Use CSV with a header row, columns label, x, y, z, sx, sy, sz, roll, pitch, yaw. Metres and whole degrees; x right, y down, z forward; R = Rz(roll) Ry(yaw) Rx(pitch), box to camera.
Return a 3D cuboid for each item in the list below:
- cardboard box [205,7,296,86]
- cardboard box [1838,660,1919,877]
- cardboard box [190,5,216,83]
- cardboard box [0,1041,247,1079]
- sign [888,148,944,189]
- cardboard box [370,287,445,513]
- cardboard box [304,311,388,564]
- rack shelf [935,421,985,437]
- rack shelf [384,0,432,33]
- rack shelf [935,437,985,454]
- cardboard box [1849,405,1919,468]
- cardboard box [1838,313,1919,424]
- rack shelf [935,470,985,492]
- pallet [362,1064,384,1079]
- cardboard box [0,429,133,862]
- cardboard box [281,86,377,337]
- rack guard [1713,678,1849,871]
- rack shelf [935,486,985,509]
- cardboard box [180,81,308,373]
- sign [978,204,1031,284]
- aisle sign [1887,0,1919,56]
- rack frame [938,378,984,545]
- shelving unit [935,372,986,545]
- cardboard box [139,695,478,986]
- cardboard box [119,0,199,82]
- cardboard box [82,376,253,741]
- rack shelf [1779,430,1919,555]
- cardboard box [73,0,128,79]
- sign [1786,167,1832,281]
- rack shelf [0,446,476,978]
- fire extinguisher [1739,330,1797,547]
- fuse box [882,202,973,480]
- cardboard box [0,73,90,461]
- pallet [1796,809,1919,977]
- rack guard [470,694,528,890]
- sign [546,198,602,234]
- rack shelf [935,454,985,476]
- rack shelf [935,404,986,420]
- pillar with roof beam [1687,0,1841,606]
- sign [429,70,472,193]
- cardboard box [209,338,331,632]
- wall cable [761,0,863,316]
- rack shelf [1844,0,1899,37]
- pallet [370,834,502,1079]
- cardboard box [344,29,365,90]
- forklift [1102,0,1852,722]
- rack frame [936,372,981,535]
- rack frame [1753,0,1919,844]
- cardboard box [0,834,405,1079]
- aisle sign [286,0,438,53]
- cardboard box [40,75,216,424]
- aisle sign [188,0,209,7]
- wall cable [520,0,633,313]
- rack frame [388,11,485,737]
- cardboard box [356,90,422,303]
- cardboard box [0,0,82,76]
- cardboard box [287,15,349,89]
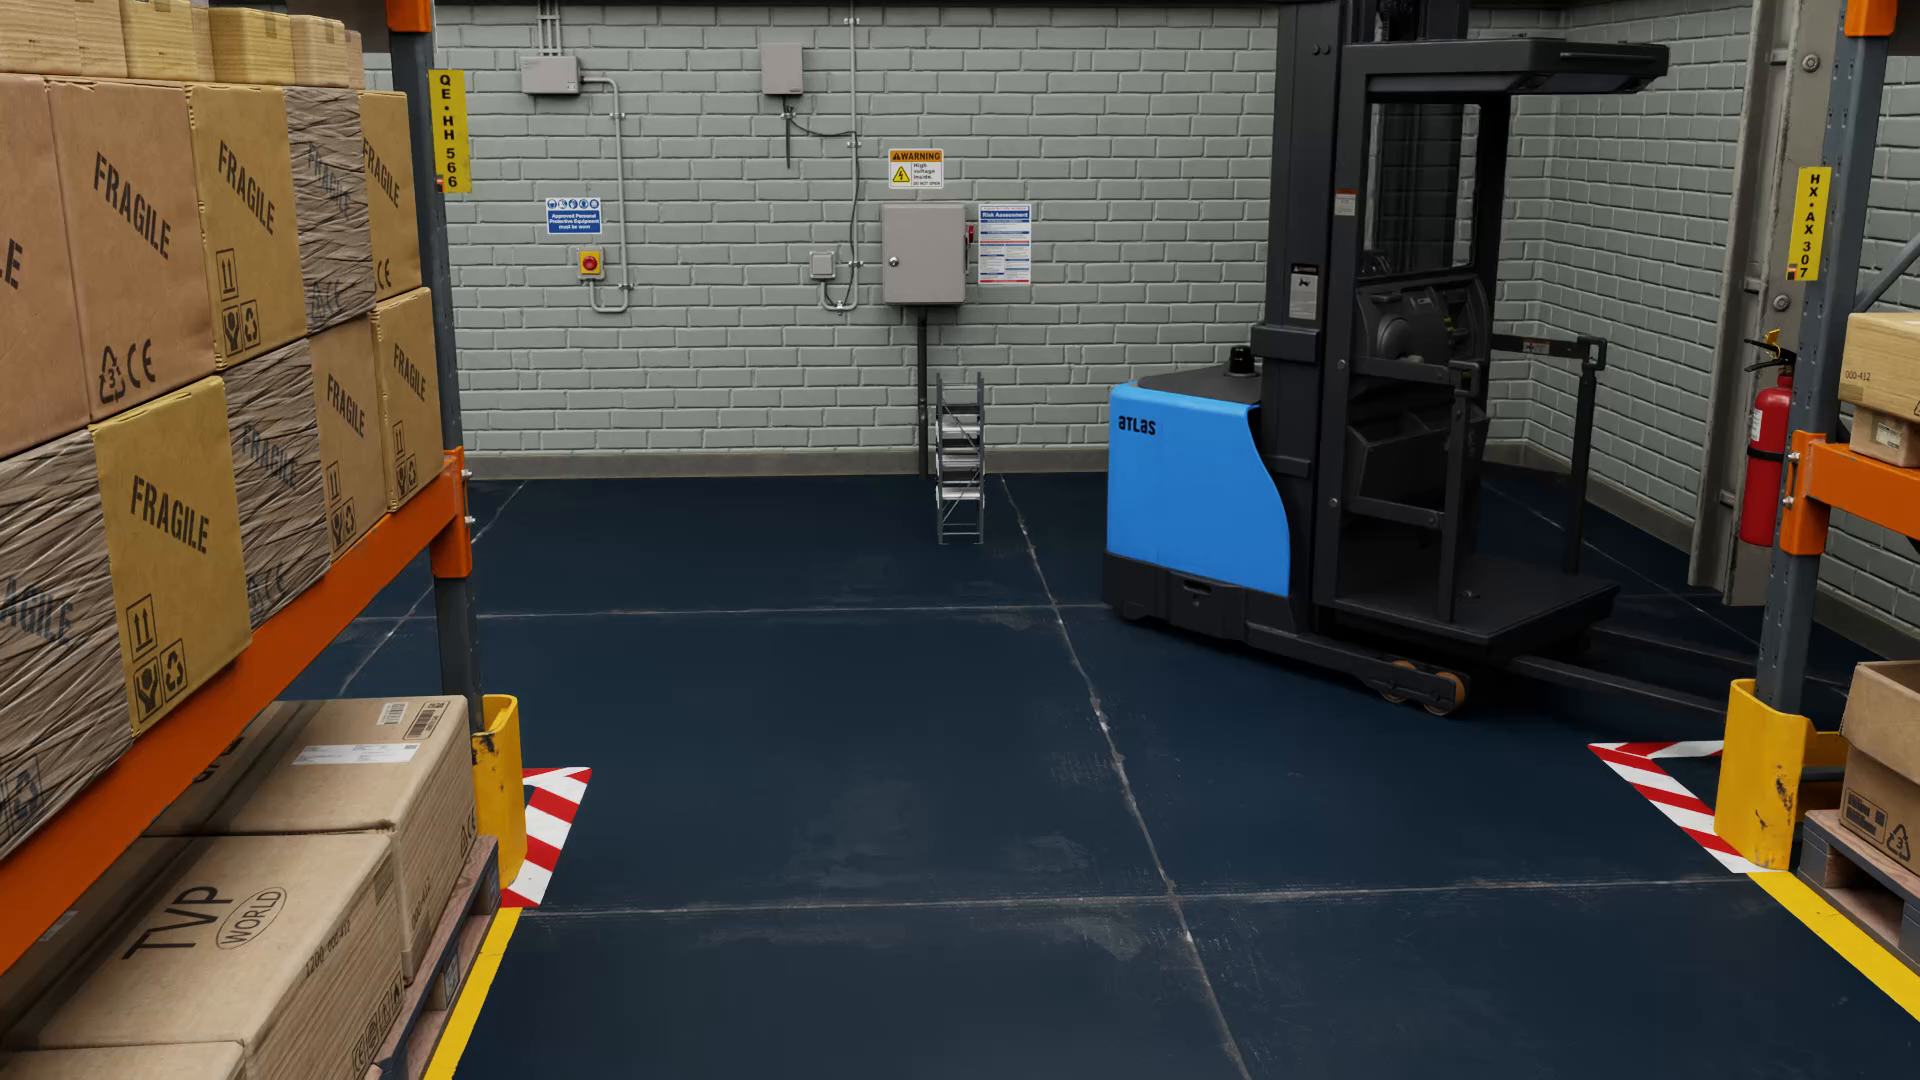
label,x,y,z,sx,sy,sz,roll,pitch,yaw
cardboard box,-1.598,-1.004,3.400,0.380,0.149,0.250,-1,14,-2
cardboard box,2.963,0.649,4.651,0.797,0.503,0.637,-1,15,-6
cardboard box,-1.653,-0.938,3.143,0.380,0.149,0.250,-1,14,-4
cardboard box,-1.675,1.219,2.566,0.875,0.438,0.875,-1,14,-5
sign,-0.270,-2.281,10.215,0.339,0.242,0.001,-1,14,-3
cardboard box,-1.640,-0.365,4.224,0.500,0.500,0.500,-1,14,-3
cardboard box,-1.624,-0.240,3.738,0.500,0.500,0.500,-1,14,-5
rack shelf,-0.001,-0.580,8.886,0.258,0.077,0.200,-1,14,-3
rack shelf,-1.811,-1.039,2.470,1.077,0.370,4.000,-1,14,-3
rack shelf,-0.001,-0.493,8.908,0.258,0.077,0.200,-1,14,-3
cardboard box,2.766,-0.302,4.686,0.380,0.149,0.250,-1,14,-4
cardboard box,2.779,-0.464,4.516,0.500,0.250,0.500,-1,14,-3
rack shelf,-0.001,-0.318,8.953,0.258,0.077,0.200,-1,14,-3
pallet,-1.734,1.418,3.090,1.003,0.211,1.213,-1,14,-3
cardboard box,-1.506,0.144,2.245,0.500,0.500,0.500,-1,14,-3
cardboard box,-1.605,-0.719,3.595,0.500,0.500,0.500,-1,14,-3
rack guard,3.024,0.719,5.227,1.175,0.500,0.348,-1,14,-3
rack shelf,-0.001,-0.231,8.975,0.258,0.077,0.200,-1,14,-3
cardboard box,-1.578,-0.596,3.117,0.500,0.500,0.500,-1,14,-4
sign,0.279,-1.844,10.363,0.329,0.494,0.001,-1,14,-3
aisle sign,2.722,-1.781,4.713,0.394,0.787,0.004,-1,14,-3
rack frame,0.006,-0.413,8.824,0.240,0.900,0.006,-1,14,-3
shelving unit,-0.001,-0.438,8.922,0.258,0.900,0.210,-1,14,-3
cardboard box,-1.794,0.768,4.322,0.875,0.438,0.875,-1,14,-5
cardboard box,-1.579,-0.877,2.904,0.380,0.149,0.250,-1,14,-2
cardboard box,-1.538,0.016,2.743,0.500,0.500,0.500,0,14,-2
rack shelf,3.143,0.336,3.145,1.077,0.370,4.000,-1,14,-3
cardboard box,-1.581,-0.811,2.650,0.380,0.149,0.250,0,14,-2
sign,2.478,-0.921,4.848,0.100,0.325,0.005,-1,14,-3
rack shelf,-1.811,0.413,2.844,1.077,0.370,4.000,-1,14,-3
fire extinguisher,2.549,-0.321,5.159,0.296,0.674,0.183,-1,14,-3
fuse box,-0.202,-1.207,10.282,0.539,1.711,0.414,-1,14,-3
cardboard box,-1.520,-0.346,2.143,0.500,0.500,0.500,-1,14,-2
pallet,3.074,1.058,4.492,1.003,0.211,1.213,-1,14,-3
rack guard,-1.936,0.772,5.022,1.175,0.500,0.348,-1,14,-3
sign,-2.359,-1.980,10.159,0.327,0.218,0.001,-1,14,-3
rack shelf,-0.001,-0.406,8.930,0.258,0.077,0.200,-1,14,-3
rack shelf,-0.001,-0.667,8.863,0.258,0.077,0.200,-1,14,-3
pillar with roof beam,-0.545,-4.033,6.643,9.100,9.000,0.400,-1,14,-3
sign,-1.392,-1.113,4.533,0.100,0.325,0.005,-1,14,-3
cardboard box,-1.583,-0.112,3.242,0.500,0.500,0.500,0,14,-2
wall cable,-0.892,-2.351,10.106,0.588,1.984,0.122,-1,14,-3
rack shelf,3.143,-1.117,2.771,1.077,0.370,4.000,-1,14,-3
pallet,-1.807,1.116,4.267,1.003,0.211,1.213,-1,14,-3
cardboard box,-1.712,-1.193,4.135,0.380,0.149,0.250,-1,14,-3
forklift,2.031,-0.888,6.597,1.130,2.935,3.031,-13,20,-42
rack frame,-0.007,-0.463,9.020,0.240,0.900,0.006,-1,14,-3
rack frame,3.019,-0.510,4.989,1.000,3.000,0.127,-1,14,-3
cardboard box,-1.729,0.995,3.438,0.875,0.438,0.875,0,14,-2
aisle sign,-1.630,-1.714,4.452,0.394,0.787,0.004,-1,14,-3
cardboard box,-1.549,-0.471,2.631,0.500,0.500,0.500,-1,14,-4
aisle sign,-2.228,-1.705,4.416,0.394,0.787,0.004,-1,14,-3
wall cable,-2.307,-2.342,10.006,0.585,1.953,0.123,-1,14,-3
rack frame,-1.935,-0.432,4.687,1.000,3.000,0.127,-1,14,-3
cardboard box,-1.667,-0.849,4.099,0.500,0.500,0.500,0,14,-2
cardboard box,-1.523,-0.746,2.397,0.380,0.149,0.250,-1,14,-3
cardboard box,-1.573,-1.067,3.646,0.380,0.149,0.250,-1,14,-4
